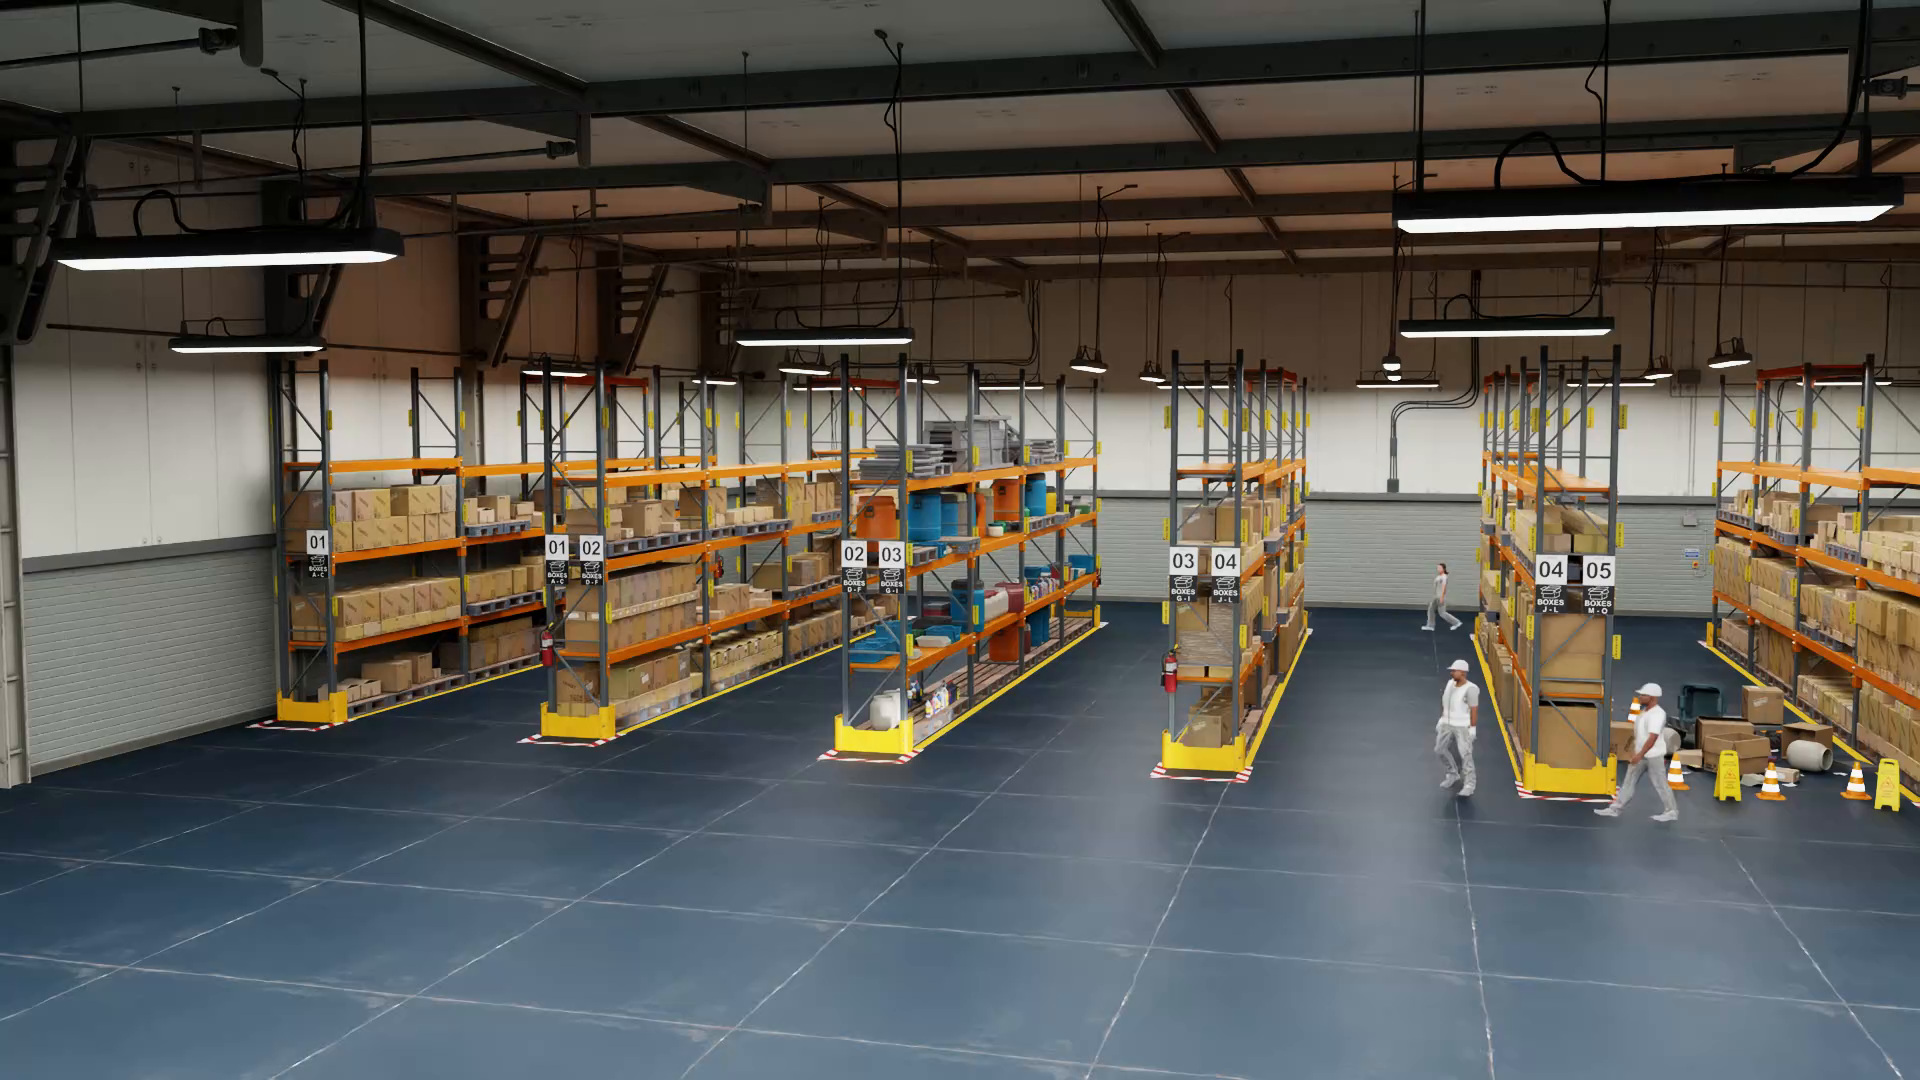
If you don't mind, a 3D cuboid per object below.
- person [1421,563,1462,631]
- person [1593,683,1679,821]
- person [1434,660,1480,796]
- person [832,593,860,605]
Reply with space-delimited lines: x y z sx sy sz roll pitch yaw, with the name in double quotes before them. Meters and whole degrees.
"person" 11.408 1.355 39.359 0.908 1.623 0.606 1 4 12
"person" 8.452 2.633 20.620 0.958 1.722 0.587 0 4 -4
"person" 6.682 2.489 22.291 0.423 1.791 0.610 -2 5 -30
"person" -2.883 1.030 43.333 1.081 1.655 0.654 1 4 8
